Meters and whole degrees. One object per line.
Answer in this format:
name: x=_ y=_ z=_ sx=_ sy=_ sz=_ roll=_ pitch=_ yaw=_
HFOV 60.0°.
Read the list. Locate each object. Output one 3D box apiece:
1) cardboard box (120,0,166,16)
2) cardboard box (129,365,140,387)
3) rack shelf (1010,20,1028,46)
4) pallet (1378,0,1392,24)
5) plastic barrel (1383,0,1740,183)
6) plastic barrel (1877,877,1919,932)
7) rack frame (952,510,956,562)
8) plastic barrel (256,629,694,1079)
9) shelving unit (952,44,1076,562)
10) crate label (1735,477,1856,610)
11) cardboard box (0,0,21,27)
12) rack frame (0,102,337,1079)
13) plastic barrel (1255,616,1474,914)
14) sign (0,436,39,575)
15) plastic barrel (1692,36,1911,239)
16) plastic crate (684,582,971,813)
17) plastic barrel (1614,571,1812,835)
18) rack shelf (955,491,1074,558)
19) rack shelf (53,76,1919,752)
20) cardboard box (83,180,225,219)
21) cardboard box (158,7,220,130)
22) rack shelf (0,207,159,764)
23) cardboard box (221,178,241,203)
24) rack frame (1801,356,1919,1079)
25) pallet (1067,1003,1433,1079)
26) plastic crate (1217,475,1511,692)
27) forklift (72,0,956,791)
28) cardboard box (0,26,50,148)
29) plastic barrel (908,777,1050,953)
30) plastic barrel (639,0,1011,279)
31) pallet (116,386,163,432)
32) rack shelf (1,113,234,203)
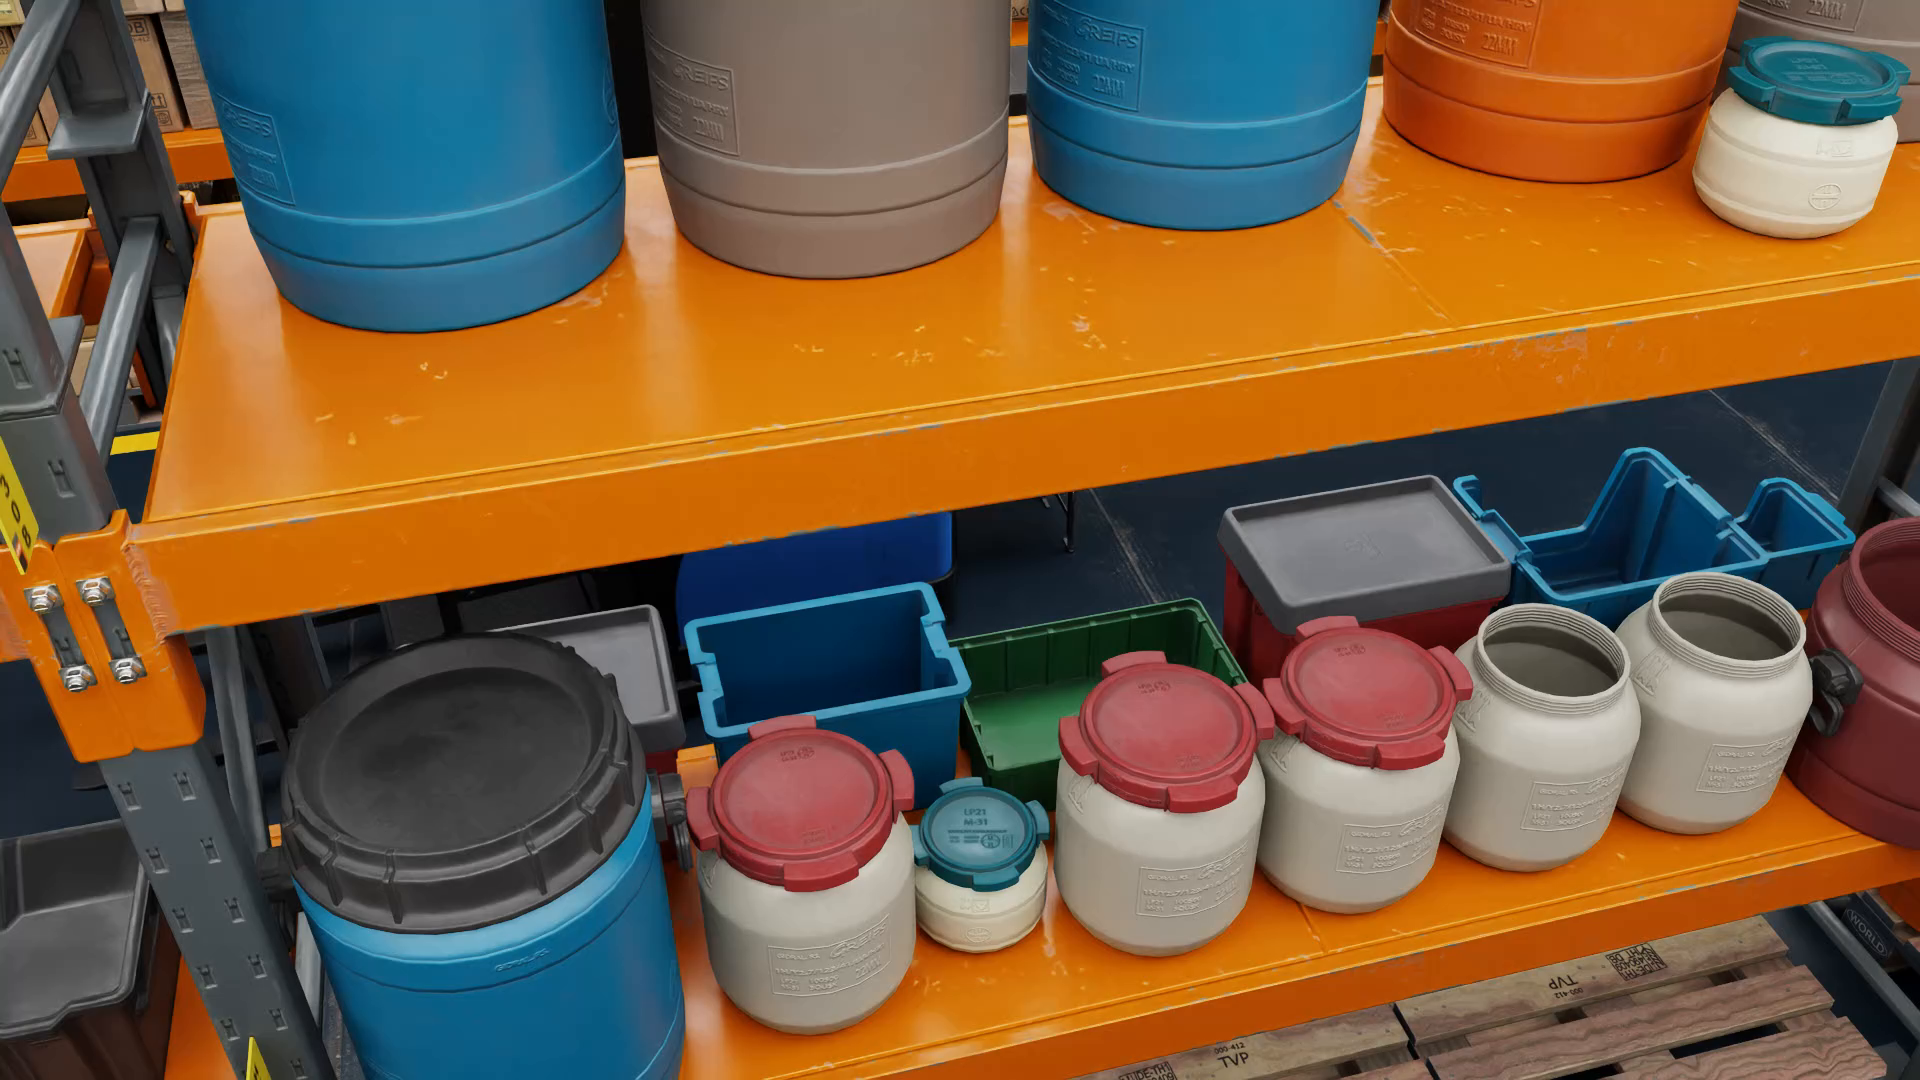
cardboard box: x=-3.267 y=-2.198 z=6.538 sx=0.250 sy=0.149 sz=0.380 roll=-10 pitch=39 yaw=-13
cardboard box: x=-3.444 y=-0.950 z=7.440 sx=0.500 sy=0.250 sz=0.500 roll=-9 pitch=38 yaw=-12
rack shelf: x=-0.638 y=-2.181 z=7.724 sx=4.000 sy=0.370 sz=1.077 roll=-9 pitch=38 yaw=-12
pallet: x=1.929 y=-2.856 z=8.173 sx=1.003 sy=0.211 sz=1.213 roll=-9 pitch=38 yaw=-12
plastic barrel: x=1.100 y=-1.133 z=2.940 sx=0.708 sy=0.830 sz=0.600 roll=-9 pitch=38 yaw=-12
plastic barrel: x=3.049 y=0.730 z=4.767 sx=0.708 sy=0.830 sz=0.600 roll=-9 pitch=38 yaw=-12
rack frame: x=-0.076 y=-0.822 z=6.096 sx=0.015 sy=2.100 sz=0.400 roll=-9 pitch=38 yaw=-12
plastic barrel: x=-0.829 y=0.673 z=2.988 sx=0.708 sy=0.901 sz=0.600 roll=-9 pitch=38 yaw=-12
shelving unit: x=0.160 y=-0.860 z=6.146 sx=0.503 sy=2.100 sz=0.431 roll=-9 pitch=38 yaw=-12
crate label: x=2.077 y=0.036 z=4.372 sx=0.416 sy=0.233 sz=0.303 roll=-9 pitch=38 yaw=-12
cardboard box: x=-3.758 y=-2.118 z=6.434 sx=0.250 sy=0.149 sz=0.380 roll=-9 pitch=38 yaw=-12
rack frame: x=-1.281 y=0.756 z=3.293 sx=0.127 sy=3.000 sz=1.000 roll=-9 pitch=38 yaw=-12
plastic barrel: x=0.826 y=0.494 z=3.523 sx=0.433 sy=0.535 sz=0.433 roll=0 pitch=37 yaw=0
sign: x=-1.148 y=-0.114 z=1.955 sx=0.005 sy=0.325 sz=0.100 roll=-9 pitch=38 yaw=-12
plastic barrel: x=1.414 y=-0.676 z=2.809 sx=0.301 sy=0.262 sz=0.301 roll=0 pitch=37 yaw=0
plastic crate: x=-0.297 y=0.405 z=3.765 sx=0.575 sy=0.384 sz=0.392 roll=-9 pitch=38 yaw=-12
plastic barrel: x=1.644 y=0.366 z=3.710 sx=0.421 sy=0.512 sz=0.421 roll=0 pitch=37 yaw=0
rack shelf: x=0.160 y=-0.293 z=6.580 sx=0.480 sy=0.518 sz=0.431 roll=-9 pitch=38 yaw=-12
rack shelf: x=0.650 y=-0.466 z=3.014 sx=4.000 sy=0.370 sz=1.077 roll=-9 pitch=38 yaw=-12
cardboard box: x=-3.445 y=-1.249 z=7.214 sx=0.500 sy=0.500 sz=0.500 roll=-9 pitch=38 yaw=-12
cardboard box: x=-2.995 y=-2.116 z=6.965 sx=0.500 sy=0.500 sz=0.700 roll=-10 pitch=39 yaw=-13
rack shelf: x=-3.211 y=0.167 z=2.186 sx=4.000 sy=0.370 sz=1.077 roll=-9 pitch=38 yaw=-12
cardboard box: x=-3.098 y=-1.633 z=7.716 sx=0.500 sy=0.500 sz=0.500 roll=-9 pitch=38 yaw=-12
rack frame: x=2.581 y=0.122 z=4.121 sx=0.127 sy=3.000 sz=1.000 roll=-9 pitch=38 yaw=-12
pallet: x=0.647 y=1.521 z=4.588 sx=1.213 sy=0.211 sz=1.003 roll=-9 pitch=38 yaw=-12
plastic crate: x=0.941 y=0.174 z=4.002 sx=0.583 sy=0.464 sz=0.402 roll=-9 pitch=38 yaw=-12
forklift: x=-1.582 y=-0.728 z=5.290 sx=3.031 sy=2.935 sz=1.130 roll=-14 pitch=40 yaw=-18
cardboard box: x=-3.988 y=-1.951 z=6.750 sx=0.500 sy=0.500 sz=0.700 roll=-9 pitch=38 yaw=-11
plastic barrel: x=0.037 y=0.691 z=3.491 sx=0.301 sy=0.262 sz=0.301 roll=0 pitch=37 yaw=0
plastic barrel: x=-0.215 y=-0.946 z=2.636 sx=0.600 sy=0.901 sz=0.600 roll=0 pitch=37 yaw=0
pallet: x=-3.347 y=-0.941 z=7.806 sx=1.213 sy=0.211 sz=1.003 roll=-9 pitch=38 yaw=-12
rack shelf: x=-4.499 y=-1.547 z=6.896 sx=4.000 sy=0.370 sz=1.077 roll=-9 pitch=38 yaw=-12
